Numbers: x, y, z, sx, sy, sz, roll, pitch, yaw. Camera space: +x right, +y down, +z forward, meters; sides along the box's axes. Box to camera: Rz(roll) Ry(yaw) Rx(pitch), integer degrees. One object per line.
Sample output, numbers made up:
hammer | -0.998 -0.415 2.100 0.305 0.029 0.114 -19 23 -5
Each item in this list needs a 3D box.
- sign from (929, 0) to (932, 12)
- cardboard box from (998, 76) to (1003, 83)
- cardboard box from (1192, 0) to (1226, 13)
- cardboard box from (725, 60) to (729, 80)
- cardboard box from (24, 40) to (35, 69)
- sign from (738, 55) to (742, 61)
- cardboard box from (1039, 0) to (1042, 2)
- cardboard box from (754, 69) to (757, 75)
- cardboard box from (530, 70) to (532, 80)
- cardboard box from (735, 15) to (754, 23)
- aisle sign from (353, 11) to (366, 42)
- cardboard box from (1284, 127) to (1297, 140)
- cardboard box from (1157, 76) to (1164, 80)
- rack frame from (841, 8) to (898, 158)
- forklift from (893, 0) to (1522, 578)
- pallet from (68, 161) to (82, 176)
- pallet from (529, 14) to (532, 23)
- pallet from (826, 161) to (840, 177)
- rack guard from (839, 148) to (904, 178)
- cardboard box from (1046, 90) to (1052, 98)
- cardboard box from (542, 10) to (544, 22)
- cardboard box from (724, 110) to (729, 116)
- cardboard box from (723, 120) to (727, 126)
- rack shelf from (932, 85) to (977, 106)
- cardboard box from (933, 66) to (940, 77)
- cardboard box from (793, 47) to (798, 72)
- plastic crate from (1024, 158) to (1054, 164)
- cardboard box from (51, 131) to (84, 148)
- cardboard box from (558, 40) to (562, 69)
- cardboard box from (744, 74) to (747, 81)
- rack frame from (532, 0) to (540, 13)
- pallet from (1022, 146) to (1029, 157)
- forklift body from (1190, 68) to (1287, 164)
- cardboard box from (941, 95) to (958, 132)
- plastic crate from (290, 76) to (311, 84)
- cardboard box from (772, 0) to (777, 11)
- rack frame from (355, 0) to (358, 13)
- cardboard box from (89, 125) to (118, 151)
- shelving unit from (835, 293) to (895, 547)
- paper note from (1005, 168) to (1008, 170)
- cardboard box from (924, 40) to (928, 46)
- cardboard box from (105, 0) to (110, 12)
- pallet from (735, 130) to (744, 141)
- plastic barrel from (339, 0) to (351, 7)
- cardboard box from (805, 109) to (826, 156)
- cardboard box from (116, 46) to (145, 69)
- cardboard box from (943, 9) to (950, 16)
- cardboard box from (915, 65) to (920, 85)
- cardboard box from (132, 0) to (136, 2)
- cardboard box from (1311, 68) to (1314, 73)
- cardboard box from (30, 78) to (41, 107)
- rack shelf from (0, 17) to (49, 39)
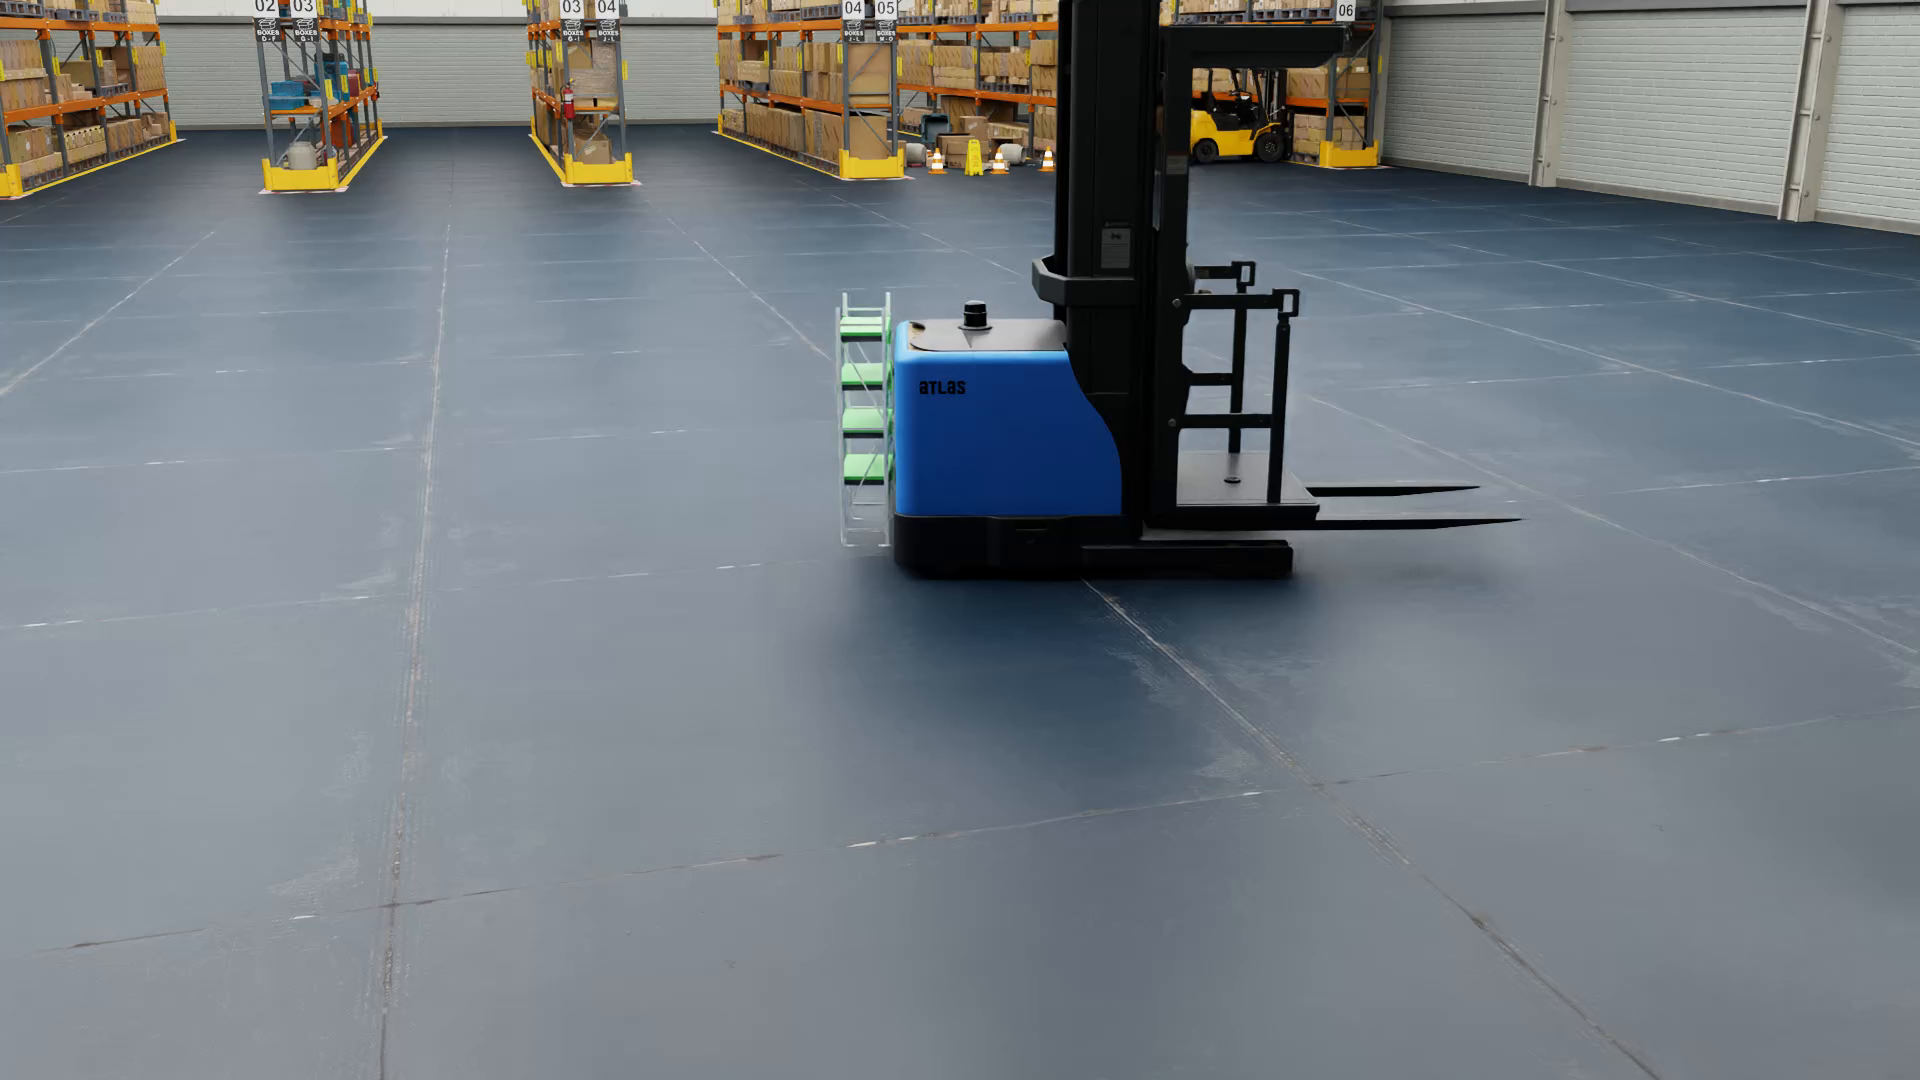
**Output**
sign | -0.750 -13.621 42.332 0.100 0.325 0.005 -5 17 -15
cardboard box | 1.066 -10.514 37.947 0.380 0.149 0.250 -4 17 -12
cardboard box | 5.853 -12.612 38.933 0.700 0.500 0.500 -5 17 -16
cardboard box | -5.896 -12.392 43.800 0.500 0.500 0.500 -4 17 -15
cardboard box | -16.805 -8.572 29.345 0.700 0.500 0.500 -5 17 -15
sign | -5.468 -11.893 41.326 0.100 0.325 0.005 -5 17 -15
cardboard box | 1.854 -11.246 34.512 0.380 0.149 0.250 -4 17 -14
cardboard box | -4.573 -10.887 38.672 0.380 0.149 0.250 -4 17 -14
cardboard box | -10.972 -12.182 43.538 0.500 0.250 0.500 -5 17 -17
cardboard box | -5.343 -13.003 41.572 0.500 0.250 0.500 -4 17 -14
aisle sign | -15.345 -13.162 42.538 0.394 0.787 0.004 -5 17 -15
cardboard box | 7.128 -8.531 34.820 0.500 0.250 0.500 -5 17 -17
cardboard box | 5.104 -11.462 41.103 0.380 0.149 0.250 -4 17 -14
rack frame | -1.651 -8.204 30.551 1.000 3.000 0.127 -5 17 -15
forklift | 1.189 -1.375 7.935 3.031 2.935 1.130 0 17 -2
pallet | -17.313 -7.030 31.487 1.003 0.211 1.213 -5 17 -15
pallet | -10.292 -13.117 41.847 1.003 0.211 1.213 -5 17 -15
pallet | -1.946 -7.084 31.668 1.003 0.211 1.213 -5 17 -15
rack guard | -1.644 -7.000 30.888 1.175 0.500 0.348 -5 17 -15
cardboard box | 2.016 -9.289 34.599 0.380 0.149 0.250 -4 17 -14
cardboard box | -8.621 -11.126 35.323 0.500 0.250 0.500 -4 17 -14
cardboard box | -6.093 -11.432 44.489 0.380 0.149 0.250 -5 17 -15
cardboard box | -6.212 -11.296 45.067 0.380 0.149 0.250 -4 17 -14
rack shelf | 0.333 -11.045 41.259 1.077 0.370 4.000 -5 17 -15
cardboard box | -0.367 -11.966 42.467 0.500 0.250 0.500 -5 17 -17
cardboard box | -3.174 -10.256 35.470 0.700 0.500 0.500 -5 17 -15
plastic crate | 1.624 -7.833 34.388 0.402 0.080 0.583 -12 20 -34
cardboard box | -17.223 -7.733 32.057 0.500 0.311 0.500 -5 18 -17
cardboard box | -6.979 -8.780 30.038 0.500 0.500 0.500 -5 17 -15
cardboard box | -4.998 -11.173 40.142 0.380 0.149 0.250 -5 18 -18
rack frame | -9.746 -14.033 39.525 1.000 3.000 0.127 -5 17 -15
pallet | 1.766 -8.610 36.748 1.003 0.211 1.213 -5 17 -15
forklift body | 5.577 -8.991 34.645 2.313 2.155 1.214 -5 17 -15
cardboard box | 0.030 -10.961 42.692 0.875 0.875 0.875 -4 17 -14
plastic crate | -12.737 -8.695 32.074 0.402 0.464 0.583 -5 17 -15
cardboard box | -3.862 -11.842 36.700 0.500 0.311 0.500 -5 17 -15
rack frame | -14.508 -13.641 38.222 1.000 3.000 0.127 -5 17 -15
cardboard box | -18.022 -8.433 34.892 0.500 0.500 0.500 -4 17 -13
shelving unit | -0.474 -0.613 8.405 0.258 1.200 0.503 0 17 0
paper note | 0.907 -7.306 32.720 0.148 0.019 0.142 -12 20 -34
cardboard box | -0.722 -13.060 43.677 0.380 0.149 0.250 -5 17 -16
cardboard box | -19.204 -11.966 36.781 0.600 0.600 0.600 -6 18 -20
pallet | -5.167 -10.371 42.611 1.003 0.211 1.213 -5 17 -15
plastic barrel | -13.892 -12.186 36.989 0.600 0.901 0.708 -5 17 -15
cardboard box | -2.645 -8.315 33.882 0.875 0.875 0.875 -4 17 -14
cardboard box | -19.273 -11.199 38.609 0.500 0.500 0.500 -5 18 -17
cardboard box | -0.206 -13.091 41.281 0.380 0.166 0.250 -6 18 -19
cardboard box | -0.889 -12.379 44.274 0.500 0.500 0.500 -5 17 -16
cardboard box | -19.586 -12.759 38.589 0.700 0.500 0.500 -5 17 -15
cardboard box | 7.376 -9.594 33.877 0.380 0.149 0.250 -4 17 -14
cardboard box | -16.794 -7.945 29.512 0.700 0.500 0.500 -5 17 -16
rack shelf | -16.523 -8.703 28.248 1.077 0.370 4.000 -5 17 -15
